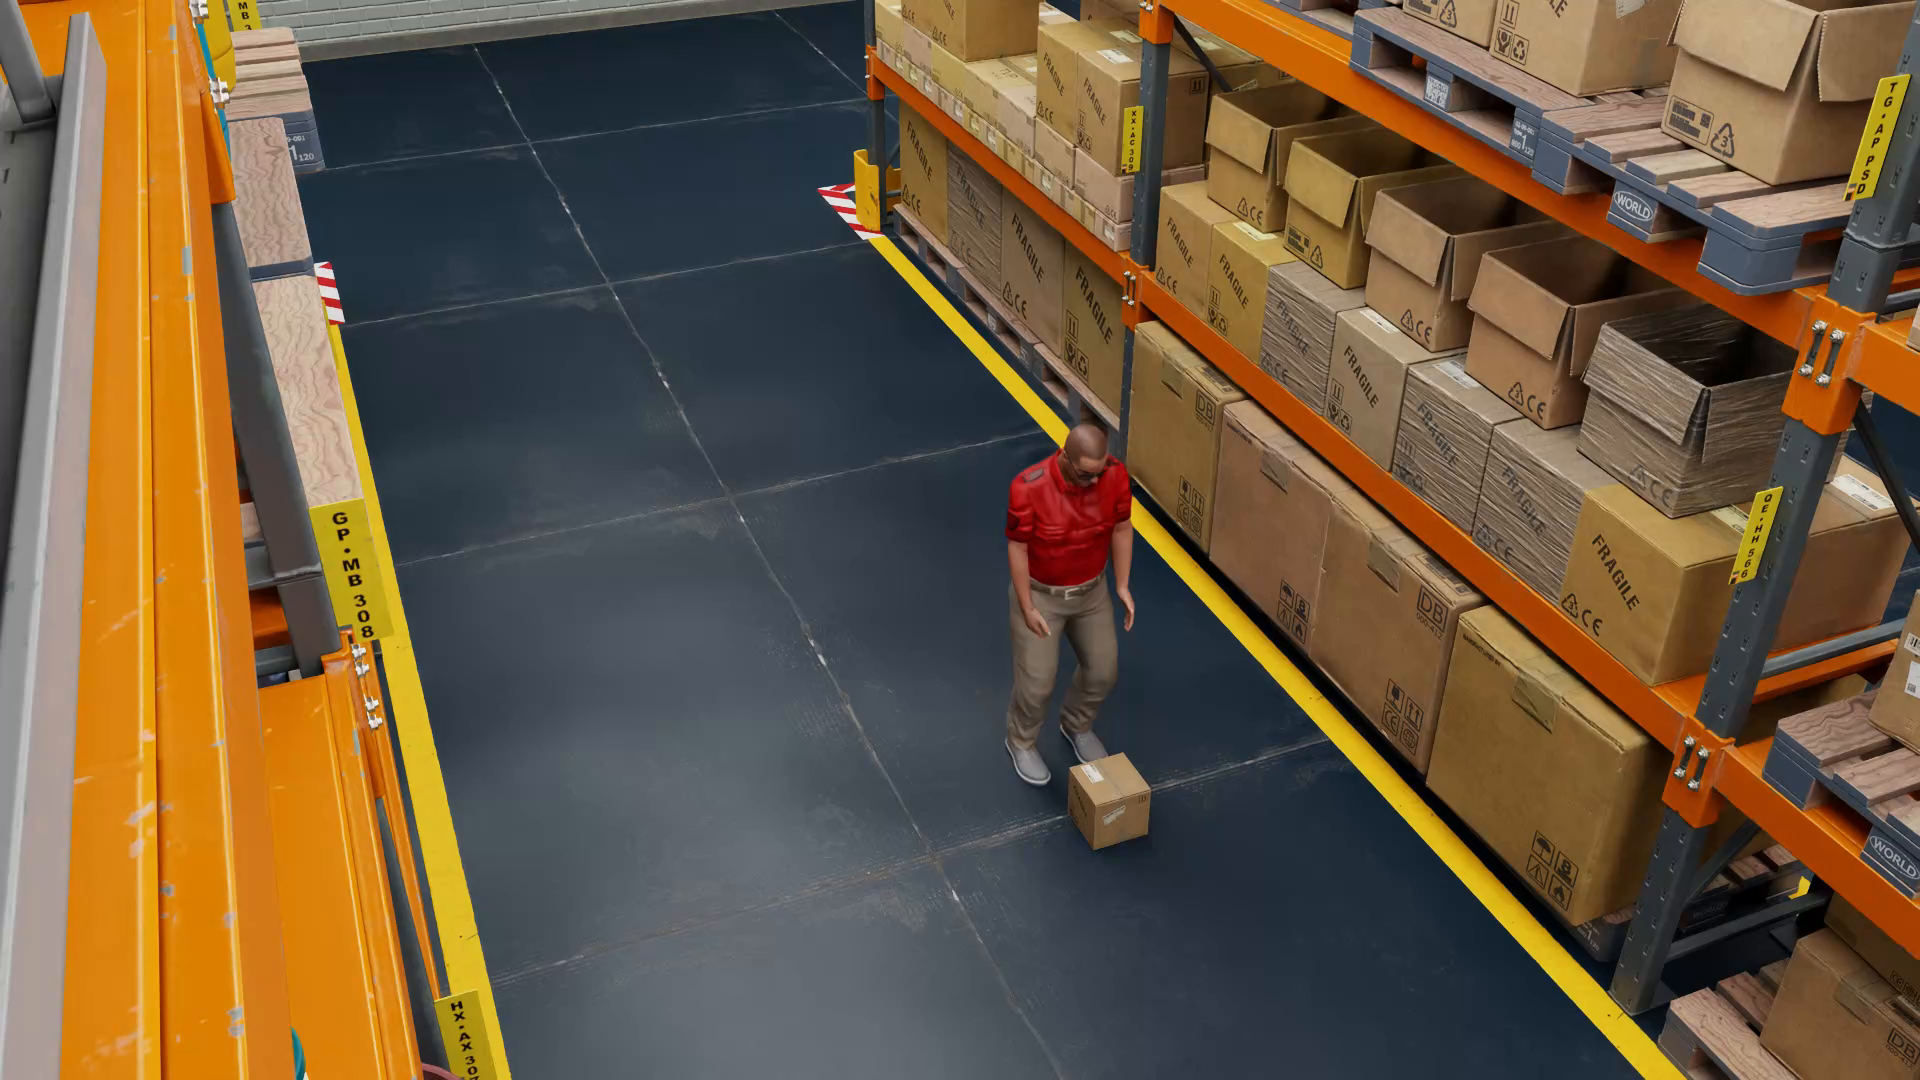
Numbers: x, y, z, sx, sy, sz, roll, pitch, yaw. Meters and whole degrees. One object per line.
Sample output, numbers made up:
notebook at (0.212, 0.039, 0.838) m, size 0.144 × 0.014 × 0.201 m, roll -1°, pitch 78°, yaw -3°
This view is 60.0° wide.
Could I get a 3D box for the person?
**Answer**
person at (0.447, 0.232, 6.852) m, size 0.553 × 1.687 × 0.416 m, roll -12°, pitch 35°, yaw -18°
